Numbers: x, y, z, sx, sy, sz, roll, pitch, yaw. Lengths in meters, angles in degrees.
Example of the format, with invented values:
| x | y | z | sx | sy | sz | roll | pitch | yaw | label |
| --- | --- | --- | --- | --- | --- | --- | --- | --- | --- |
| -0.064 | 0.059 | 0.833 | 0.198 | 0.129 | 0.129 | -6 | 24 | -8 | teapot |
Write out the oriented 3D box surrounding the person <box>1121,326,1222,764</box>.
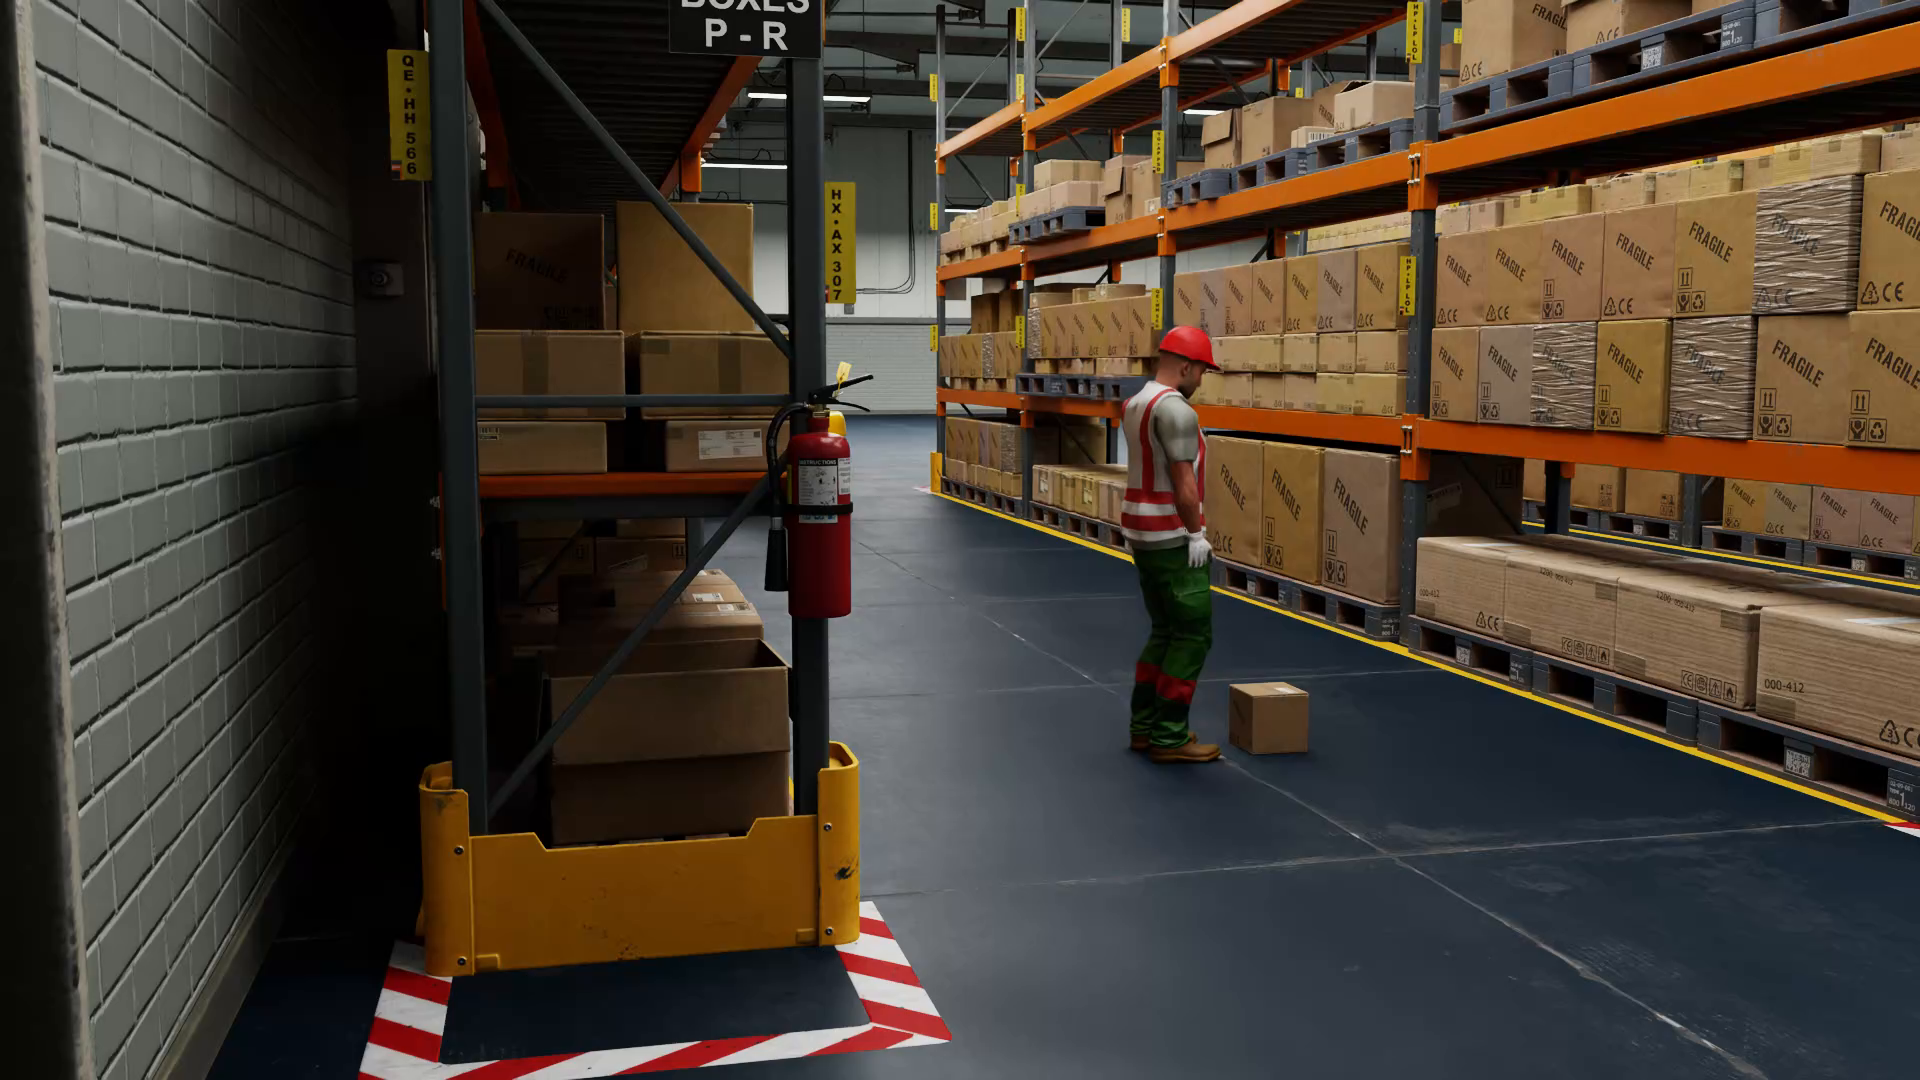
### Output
| x | y | z | sx | sy | sz | roll | pitch | yaw | label |
| --- | --- | --- | --- | --- | --- | --- | --- | --- | --- |
| 0.872 | 0.008 | 6.829 | 0.400 | 1.763 | 0.535 | -1 | 6 | -13 | person |
